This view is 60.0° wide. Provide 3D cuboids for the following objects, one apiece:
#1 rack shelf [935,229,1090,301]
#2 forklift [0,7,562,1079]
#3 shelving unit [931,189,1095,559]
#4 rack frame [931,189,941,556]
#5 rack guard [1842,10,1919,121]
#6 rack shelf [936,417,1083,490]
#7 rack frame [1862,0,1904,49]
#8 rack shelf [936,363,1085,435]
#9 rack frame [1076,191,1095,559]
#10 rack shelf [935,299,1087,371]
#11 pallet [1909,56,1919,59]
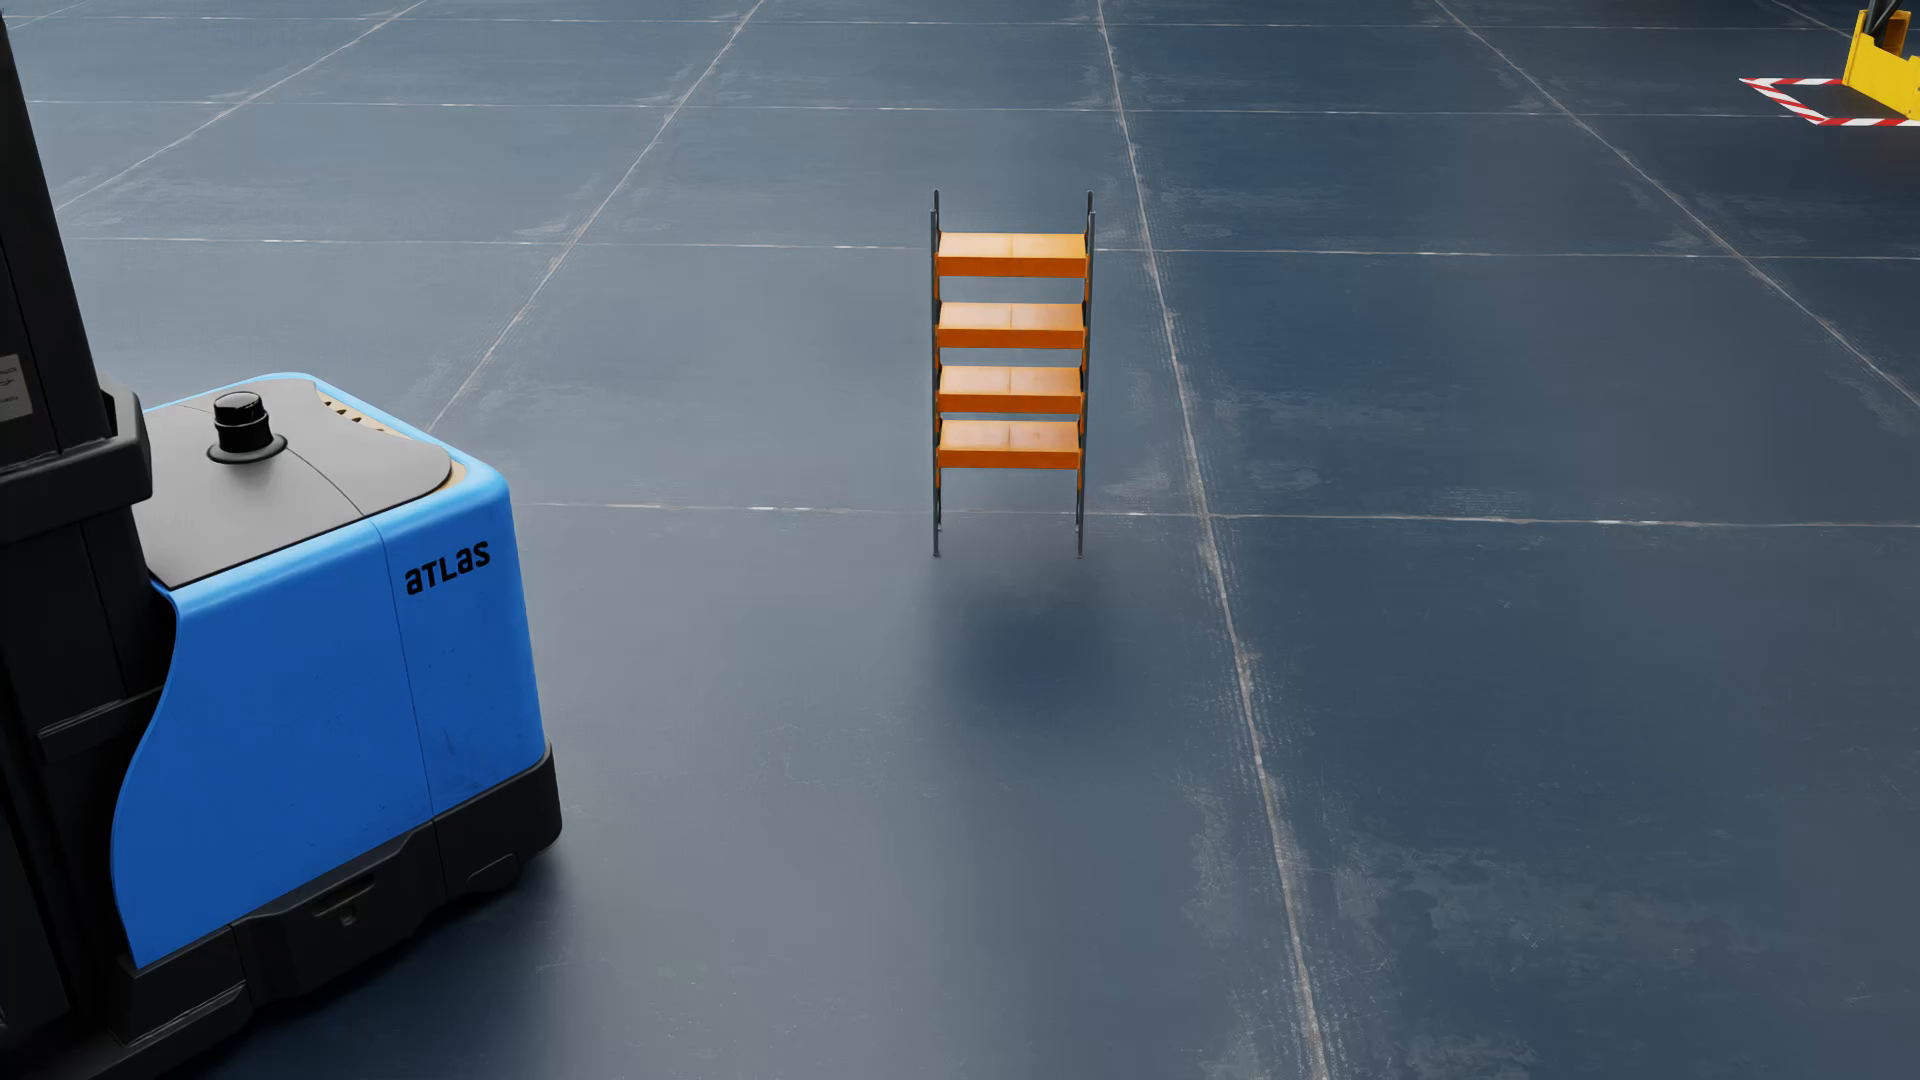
[{"bbox_3d":[0.165,-0.875,5.280,0.480,0.148,0.258,1,28,2],"label":"rack shelf"},{"bbox_3d":[-2.373,-0.140,2.885,1.130,2.935,3.031,23,36,37],"label":"forklift"},{"bbox_3d":[0.165,-0.527,5.464,0.503,1.200,0.258,1,28,2],"label":"shelving unit"},{"bbox_3d":[-0.078,-0.531,5.471,0.015,1.200,0.240,1,28,2],"label":"rack frame"},{"bbox_3d":[6.480,-3.244,11.336,0.348,0.500,1.175,1,28,2],"label":"rack guard"},{"bbox_3d":[0.165,-0.293,5.588,0.480,0.148,0.258,1,28,2],"label":"rack shelf"},{"bbox_3d":[6.404,-4.350,10.753,0.127,3.000,1.000,1,28,2],"label":"rack frame"},{"bbox_3d":[0.165,-0.468,5.495,0.480,0.148,0.258,1,28,2],"label":"rack shelf"},{"bbox_3d":[0.409,-0.523,5.456,0.015,1.200,0.240,1,28,2],"label":"rack frame"},{"bbox_3d":[0.165,-0.666,5.391,0.480,0.148,0.258,1,28,2],"label":"rack shelf"},{"bbox_3d":[7.290,-3.087,11.347,1.213,0.211,1.003,1,28,2],"label":"pallet"}]
